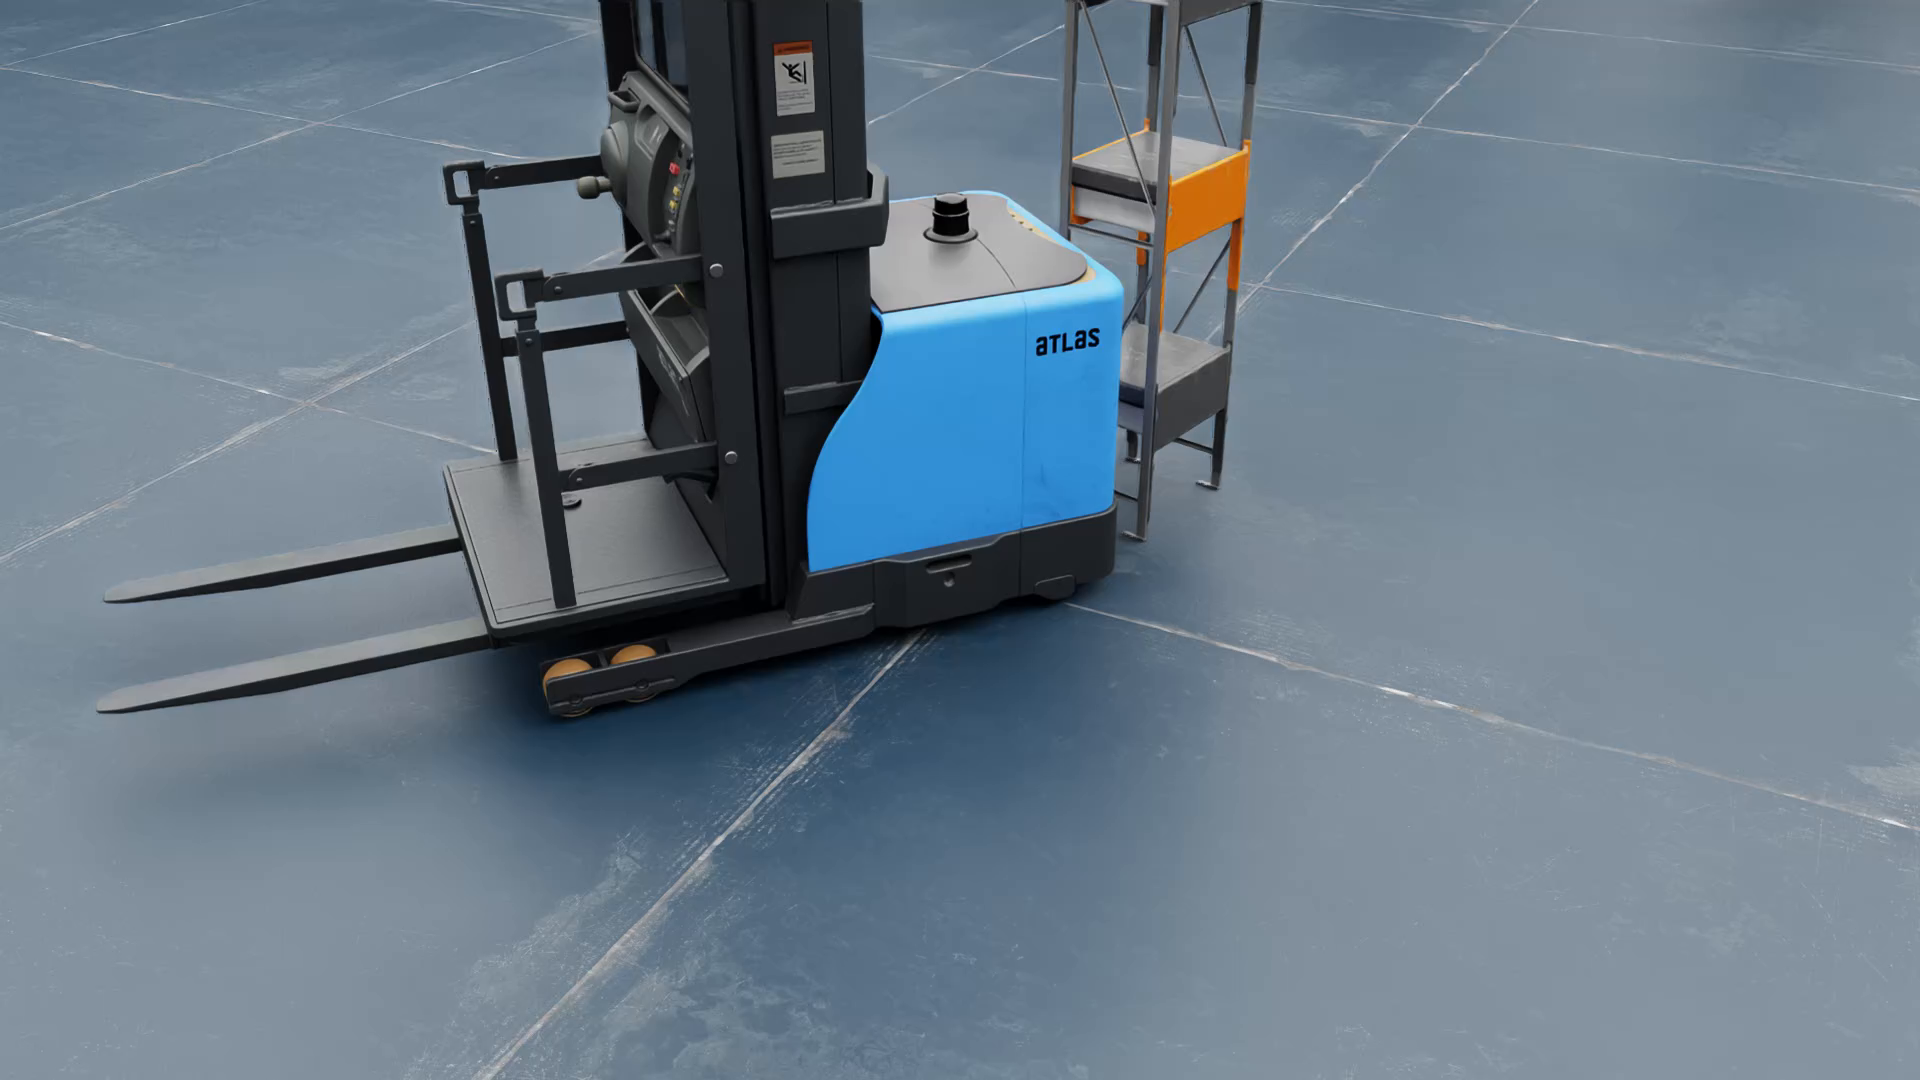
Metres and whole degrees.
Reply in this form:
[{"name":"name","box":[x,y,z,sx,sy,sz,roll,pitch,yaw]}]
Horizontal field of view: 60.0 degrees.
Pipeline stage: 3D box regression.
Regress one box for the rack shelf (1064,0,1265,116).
[{"name":"rack shelf","box":[0.638,-1.656,5.147,0.431,0.518,0.480,22,37,33]}]

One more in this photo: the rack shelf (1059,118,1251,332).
[{"name":"rack shelf","box":[0.638,-1.049,5.496,0.431,0.518,0.480,22,37,33]}]

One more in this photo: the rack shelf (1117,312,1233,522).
[{"name":"rack shelf","box":[0.638,-0.442,5.844,0.431,0.518,0.480,22,37,33]}]

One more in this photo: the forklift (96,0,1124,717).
[{"name":"forklift","box":[-1.061,-1.053,4.641,3.031,2.935,1.130,-12,32,-19]}]

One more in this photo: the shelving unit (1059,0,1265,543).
[{"name":"shelving unit","box":[0.638,-1.061,5.489,0.431,2.100,0.503,22,37,33]}]

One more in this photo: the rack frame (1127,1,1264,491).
[{"name":"rack frame","box":[0.792,-1.155,5.653,0.400,2.100,0.015,22,37,33]}]

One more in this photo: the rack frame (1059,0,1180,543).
[{"name":"rack frame","box":[0.484,-0.967,5.325,0.400,2.100,0.015,22,37,33]}]
